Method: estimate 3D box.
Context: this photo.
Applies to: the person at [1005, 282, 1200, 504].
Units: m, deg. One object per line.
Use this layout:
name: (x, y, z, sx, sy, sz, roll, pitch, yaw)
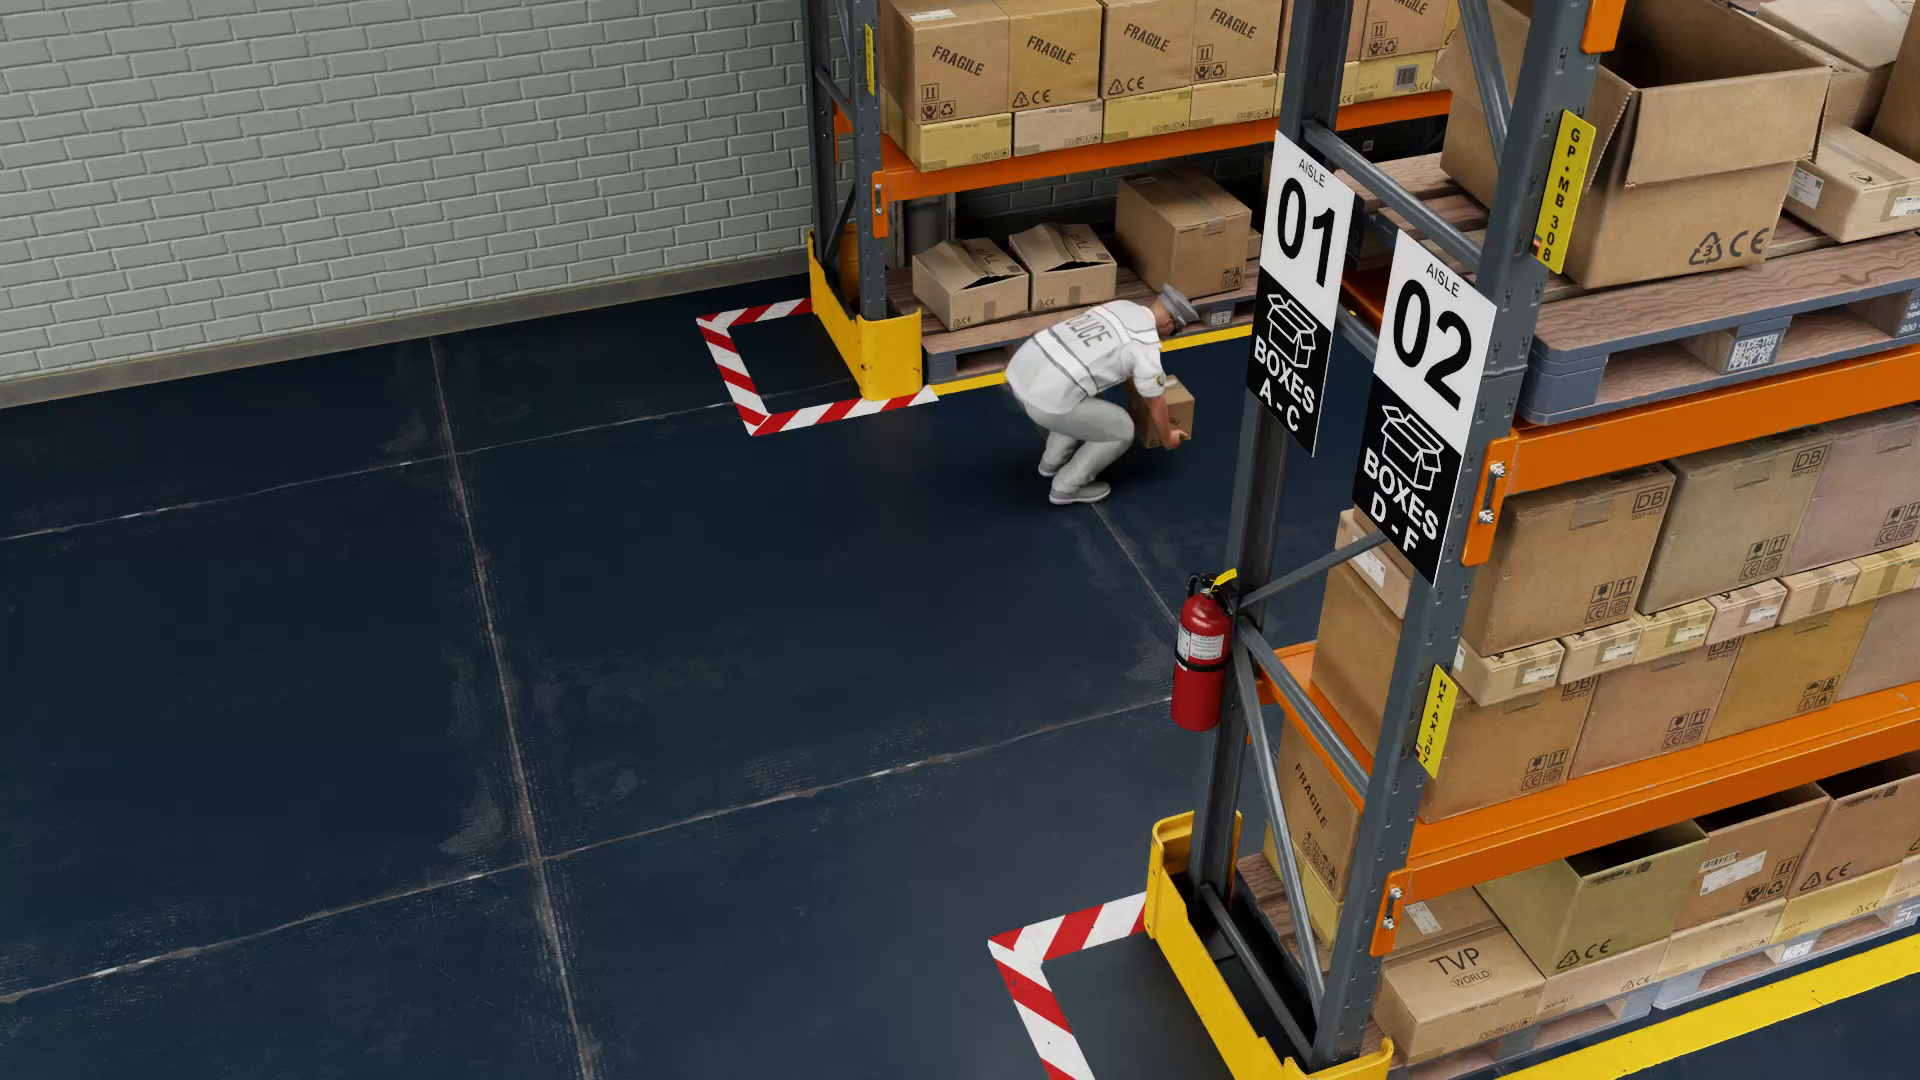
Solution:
person: (0.723, -0.737, 8.345, 1.009, 1.021, 0.527, -14, 40, -17)
